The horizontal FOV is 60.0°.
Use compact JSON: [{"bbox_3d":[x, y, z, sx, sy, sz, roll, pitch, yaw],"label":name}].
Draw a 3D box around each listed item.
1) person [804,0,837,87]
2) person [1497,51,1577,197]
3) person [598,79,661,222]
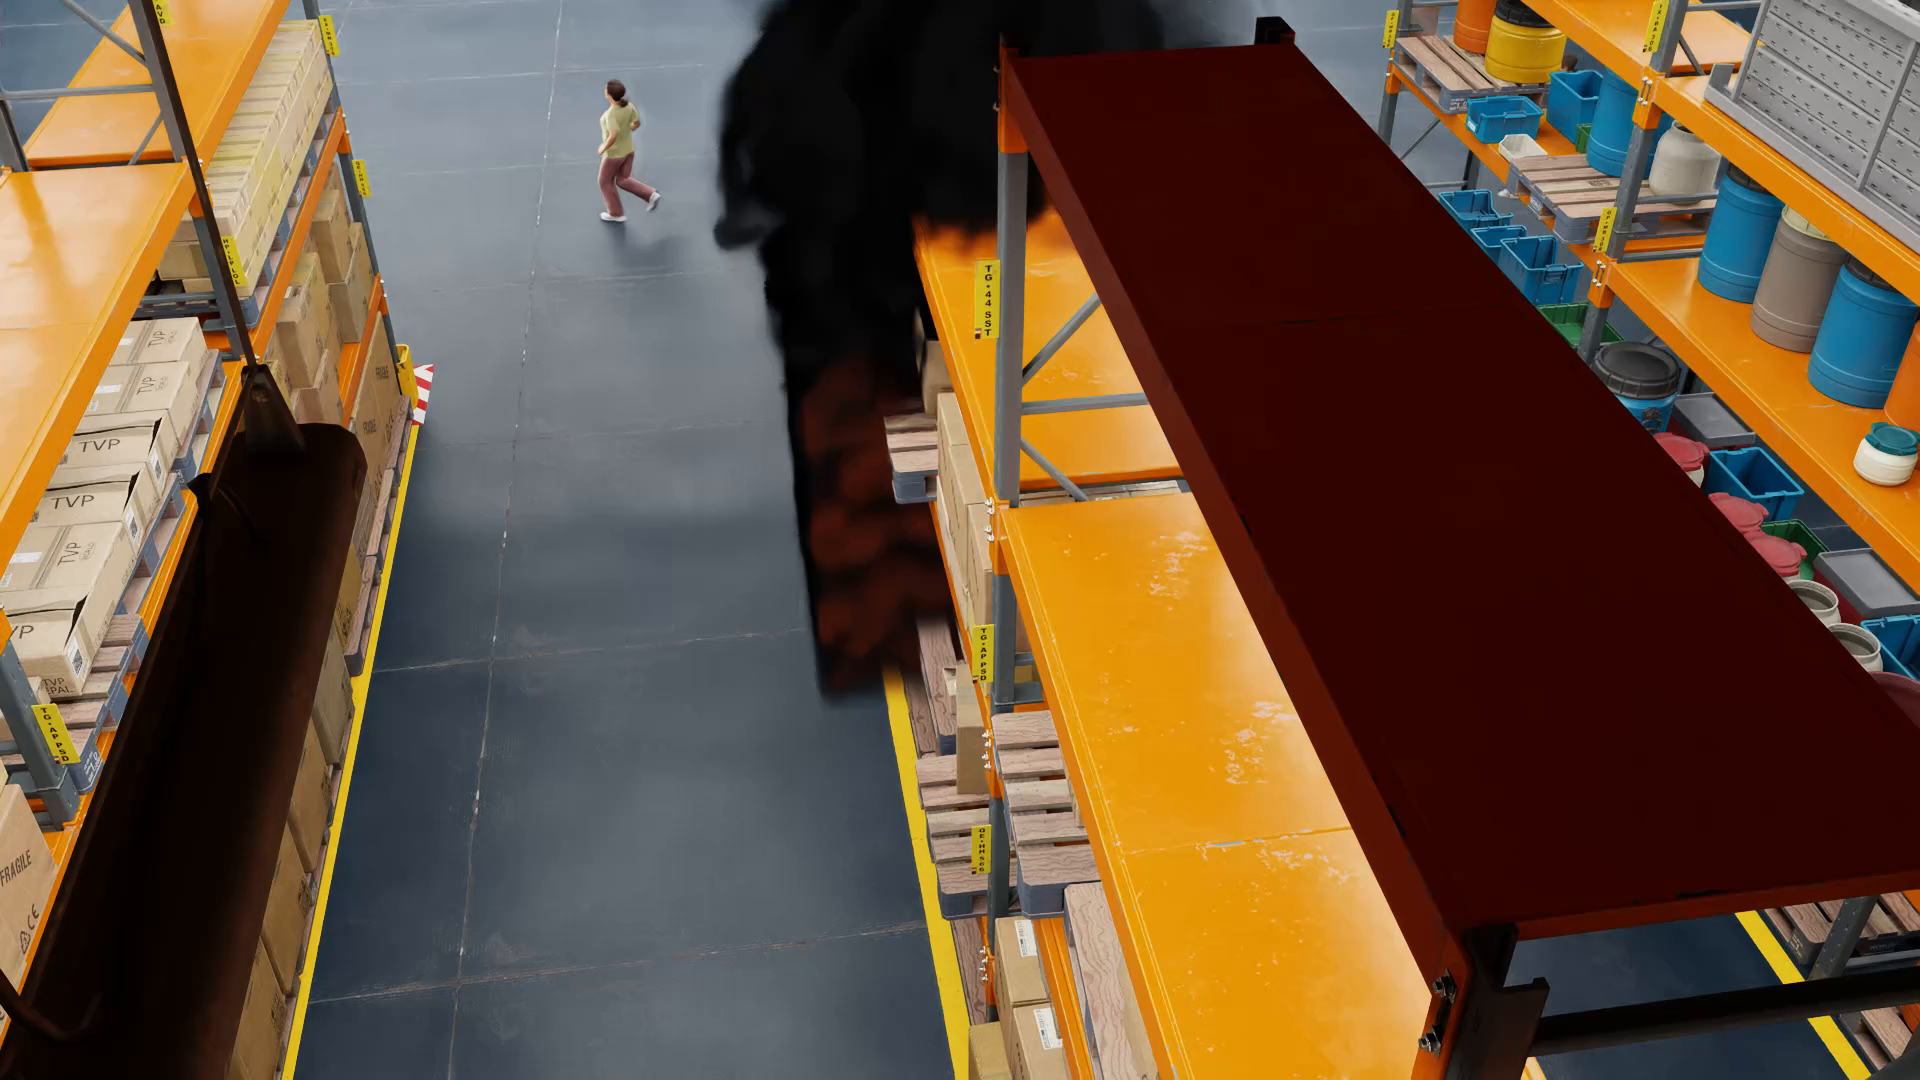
[{"bbox_3d":[-1.693,-6.517,20.873,0.600,1.727,0.690,9,37,13],"label":"person"},{"bbox_3d":[6.446,-4.475,18.115,0.829,1.717,0.543,7,37,10],"label":"person"},{"bbox_3d":[-3.600,-4.095,17.667,0.791,1.632,0.594,17,40,22],"label":"person"}]
